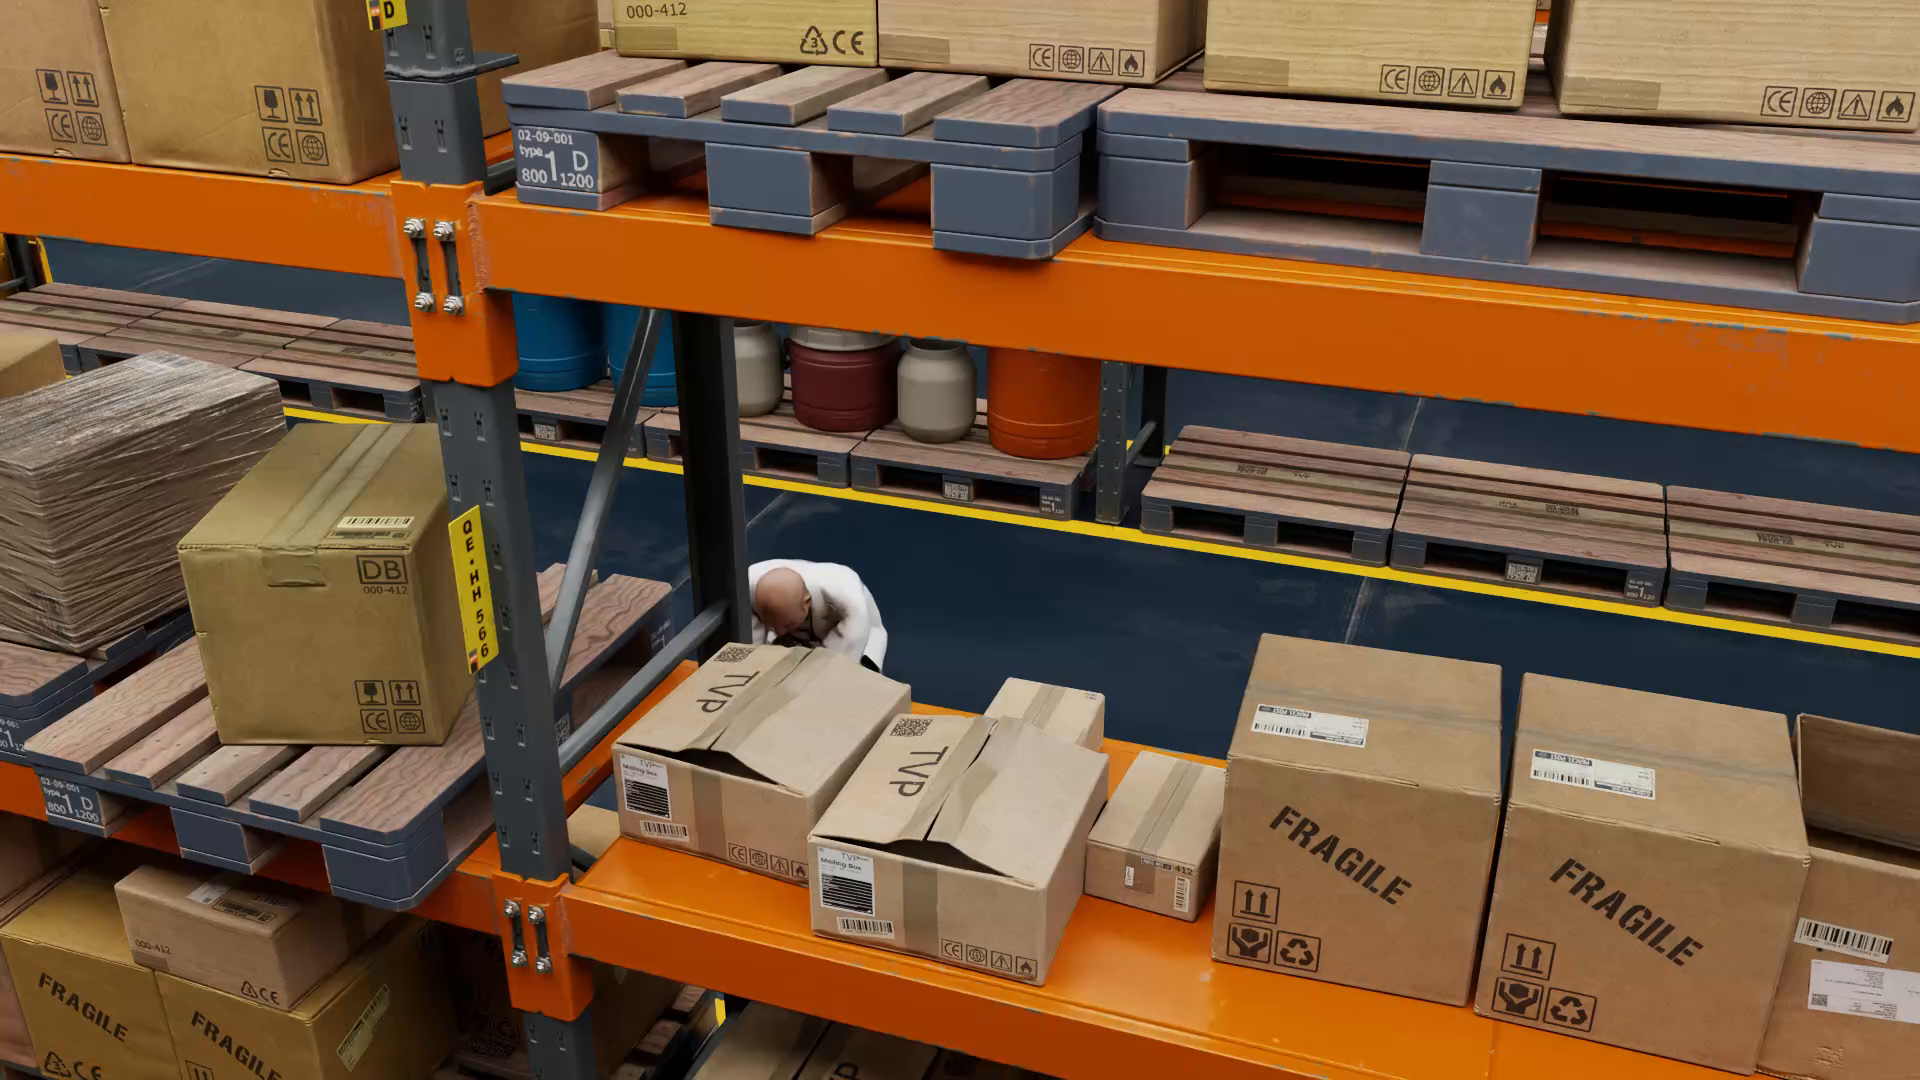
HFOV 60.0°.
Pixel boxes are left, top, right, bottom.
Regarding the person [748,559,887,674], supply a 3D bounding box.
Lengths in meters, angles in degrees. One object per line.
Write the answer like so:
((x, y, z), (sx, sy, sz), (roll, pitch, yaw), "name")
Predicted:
((-0.578, 0.439, 6.108), (0.579, 1.008, 0.919), (8, 27, 16), "person")
